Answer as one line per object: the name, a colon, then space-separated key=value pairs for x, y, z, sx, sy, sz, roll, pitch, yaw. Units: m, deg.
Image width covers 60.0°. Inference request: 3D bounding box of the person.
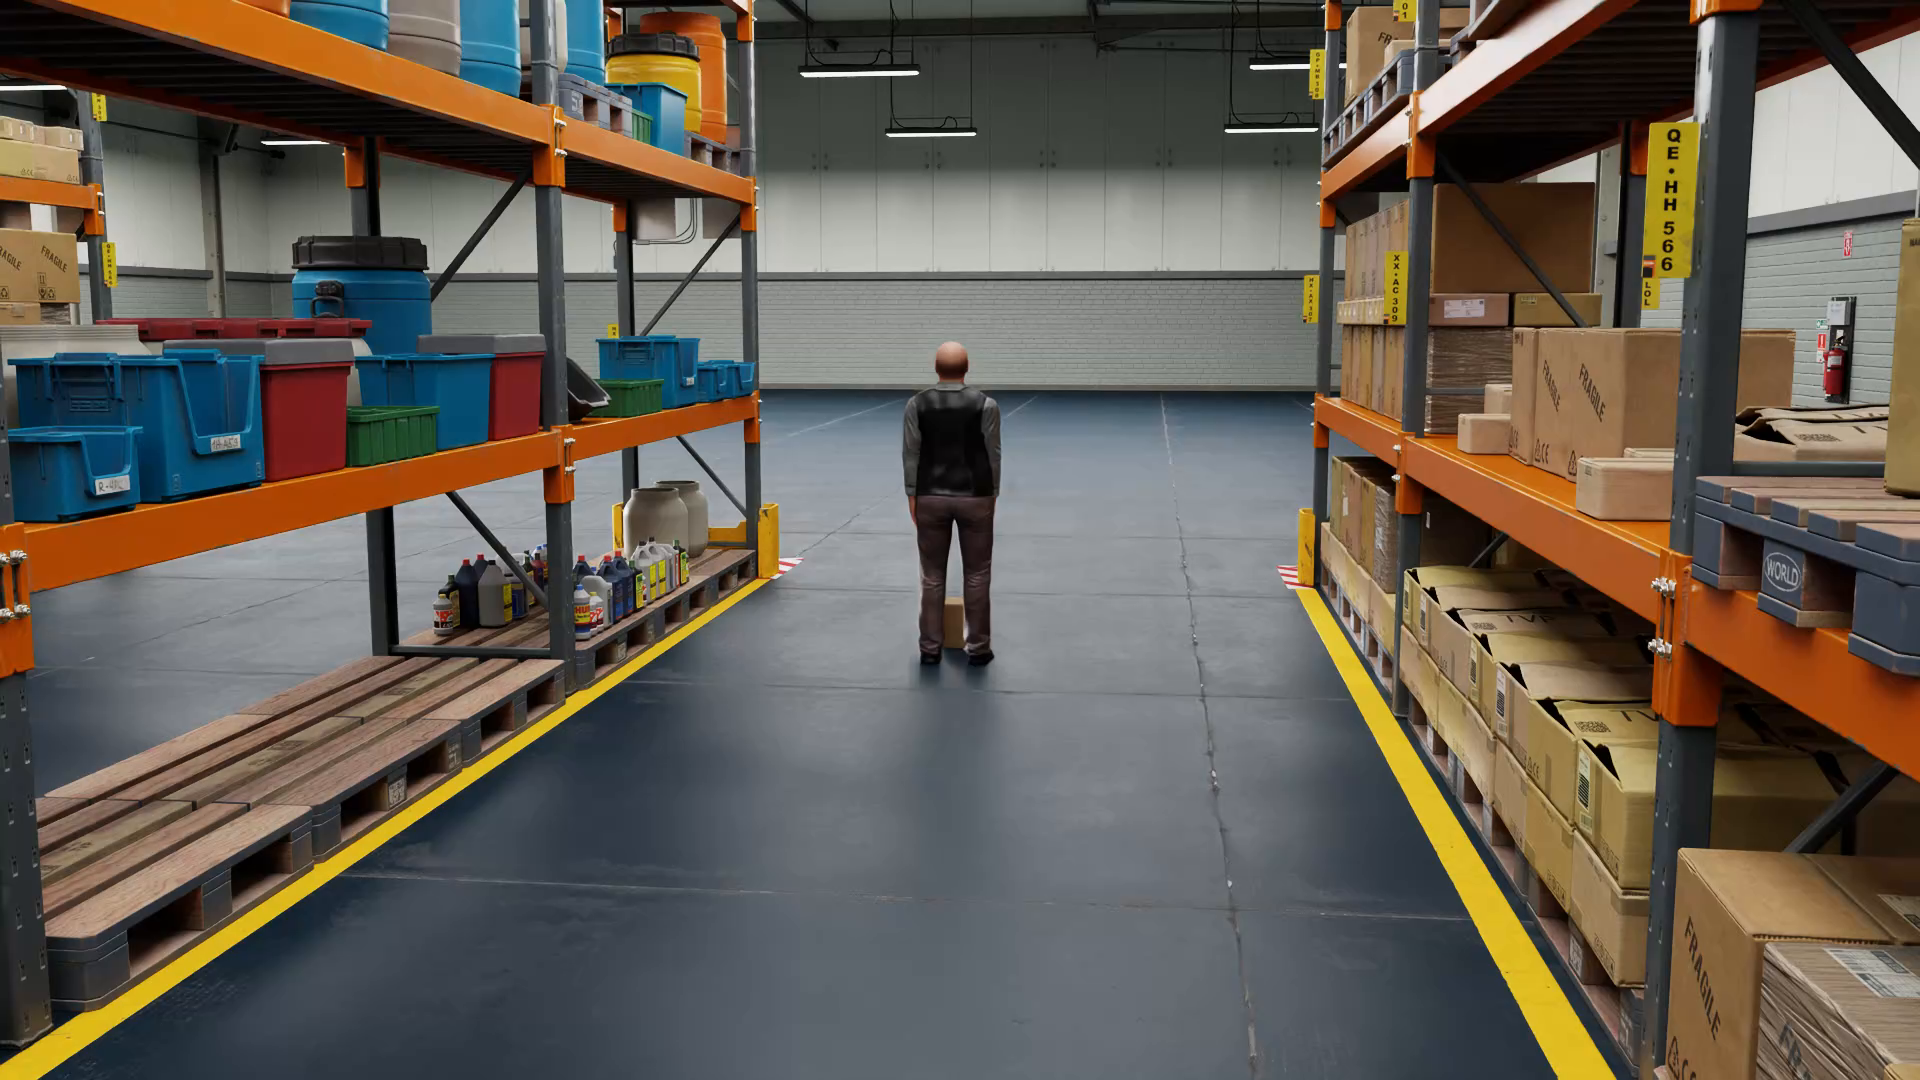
person: x=-0.041 y=-0.193 z=8.884 sx=0.532 sy=1.722 sz=0.358 roll=1 pitch=8 yaw=8
